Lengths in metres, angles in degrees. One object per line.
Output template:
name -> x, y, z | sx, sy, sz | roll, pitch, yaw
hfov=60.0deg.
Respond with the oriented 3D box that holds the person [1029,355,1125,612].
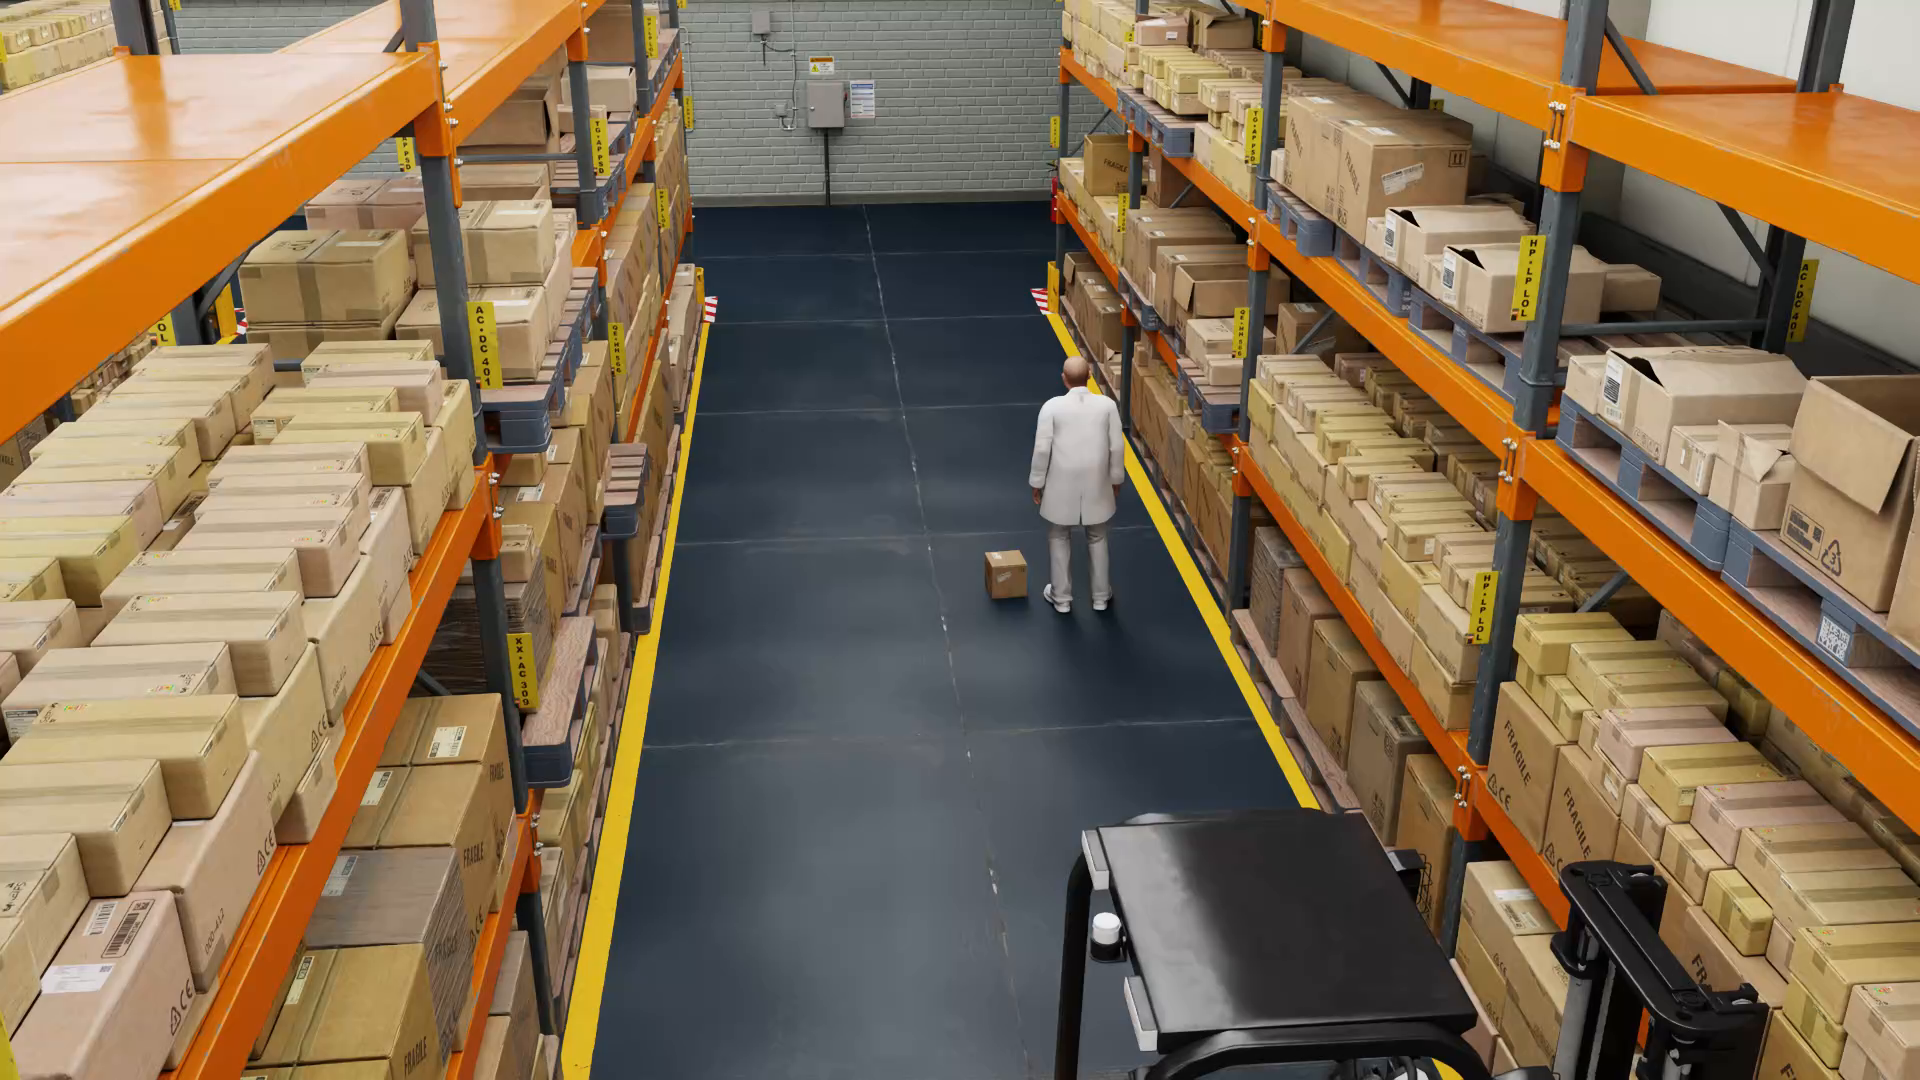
person -> 0.790, -0.373, 11.219 | 0.655, 1.774, 0.415 | -2, 24, -5
